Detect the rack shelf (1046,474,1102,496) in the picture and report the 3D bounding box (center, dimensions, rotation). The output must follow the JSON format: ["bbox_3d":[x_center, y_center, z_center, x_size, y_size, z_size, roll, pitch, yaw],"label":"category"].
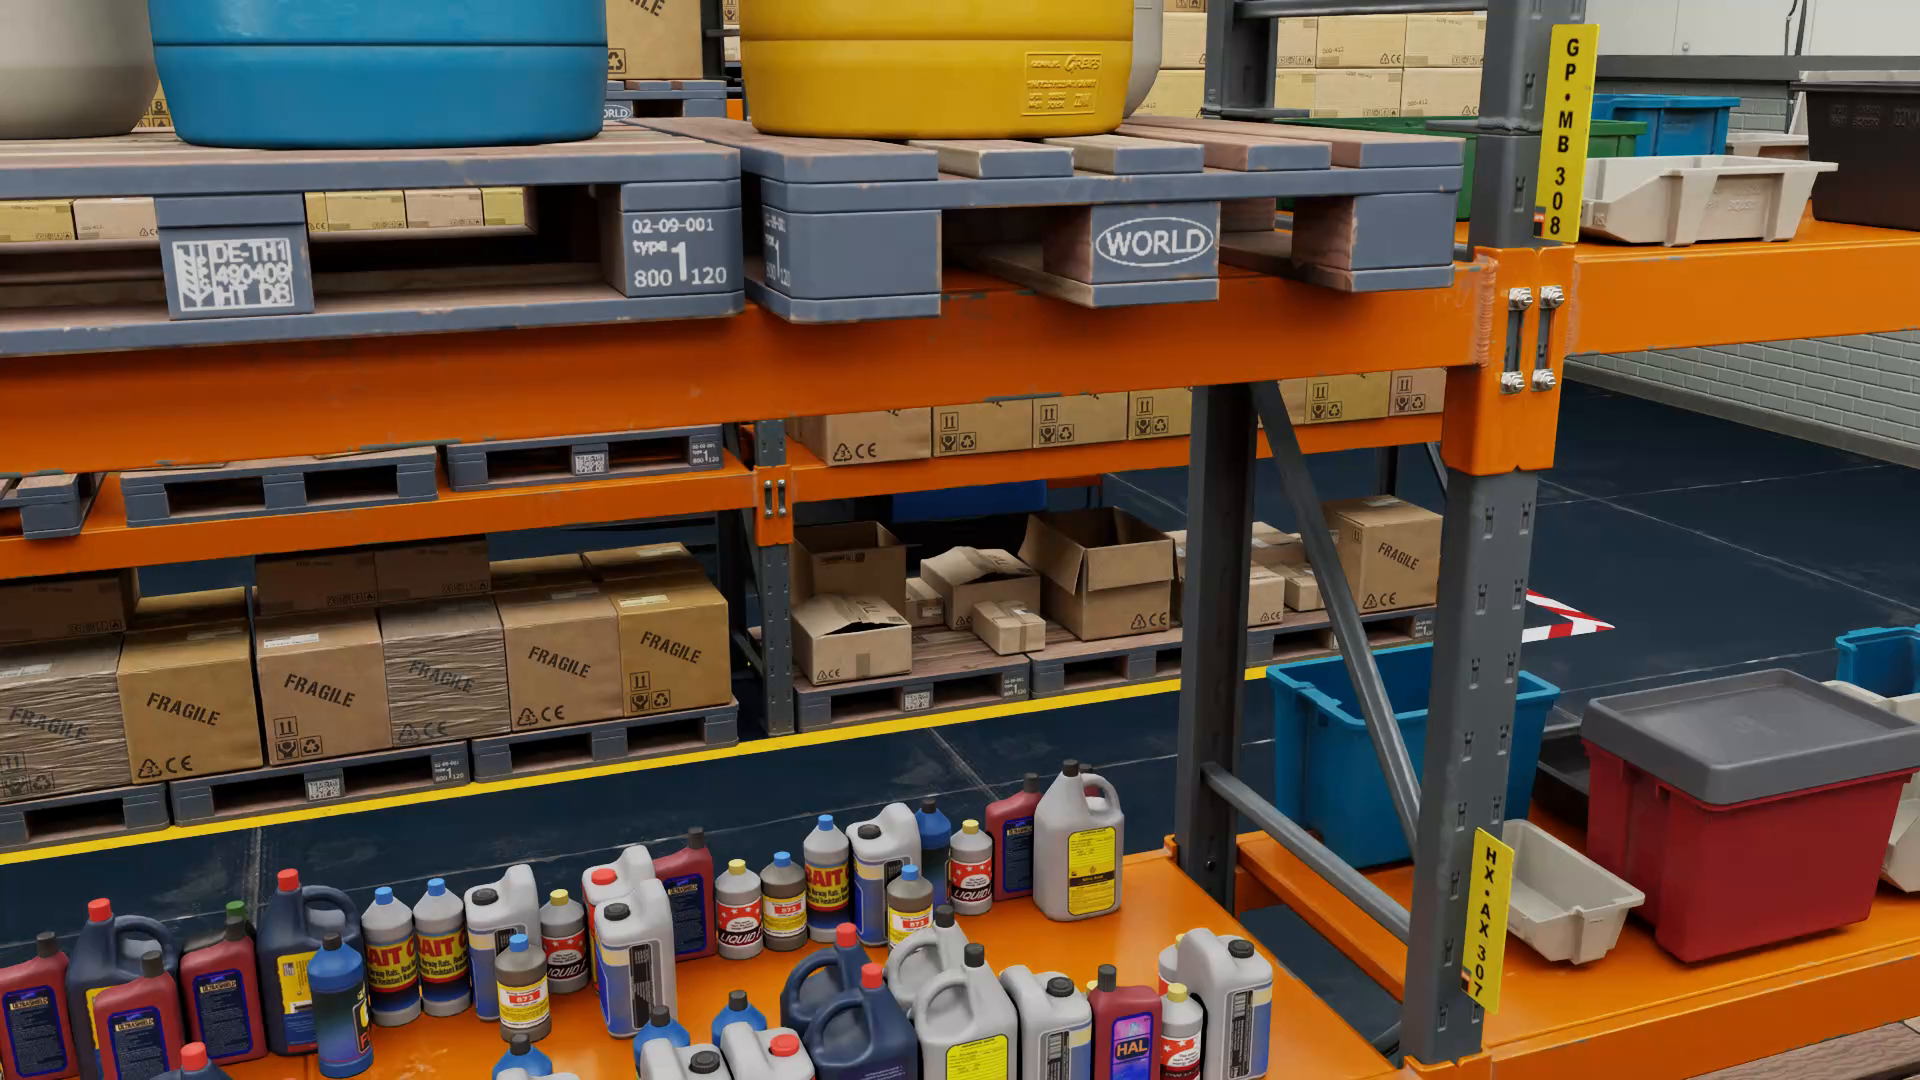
[{"bbox_3d":[0.685,-0.382,11.213,0.480,0.148,0.258,-5,17,-17],"label":"rack shelf"}]

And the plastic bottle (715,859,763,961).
[{"bbox_3d":[-0.466,0.771,3.501,0.097,0.201,0.097,0,16,0],"label":"plastic bottle"}]

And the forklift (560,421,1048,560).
[{"bbox_3d":[-1.004,-1.315,10.375,3.031,2.935,1.130,-5,17,-17],"label":"forklift"}]

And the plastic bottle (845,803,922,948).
[{"bbox_3d":[-0.166,0.711,3.573,0.135,0.276,0.152,-6,17,-20],"label":"plastic bottle"}]

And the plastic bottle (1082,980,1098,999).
[{"bbox_3d":[0.247,0.905,3.046,0.097,0.201,0.097,0,16,0],"label":"plastic bottle"}]

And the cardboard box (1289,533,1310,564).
[{"bbox_3d":[1.963,0.087,9.727,0.250,0.166,0.380,-6,17,-20],"label":"cardboard box"}]

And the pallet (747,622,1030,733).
[{"bbox_3d":[-0.383,0.634,8.566,1.213,0.211,1.003,-6,17,-20],"label":"pallet"}]

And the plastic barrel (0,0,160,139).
[{"bbox_3d":[-1.389,-0.853,2.368,0.433,0.535,0.433,0,16,0],"label":"plastic barrel"}]

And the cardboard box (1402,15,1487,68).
[{"bbox_3d":[2.322,-2.527,8.434,0.500,0.250,0.500,-6,17,-20],"label":"cardboard box"}]

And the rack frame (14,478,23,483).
[{"bbox_3d":[-6.536,-1.535,11.001,0.127,3.000,1.000,-6,17,-20],"label":"rack frame"}]

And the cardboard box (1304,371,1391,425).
[{"bbox_3d":[1.906,-0.916,8.718,0.500,0.500,0.500,-6,17,-20],"label":"cardboard box"}]

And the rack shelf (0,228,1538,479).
[{"bbox_3d":[-1.123,-0.224,2.490,4.000,0.370,1.077,-6,17,-20],"label":"rack shelf"}]

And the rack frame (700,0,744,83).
[{"bbox_3d":[-1.025,-3.514,7.092,0.127,3.000,1.000,-6,17,-20],"label":"rack frame"}]

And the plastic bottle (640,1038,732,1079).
[{"bbox_3d":[-0.446,0.954,2.746,0.135,0.276,0.152,-6,17,-20],"label":"plastic bottle"}]

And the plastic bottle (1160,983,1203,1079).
[{"bbox_3d":[0.393,0.907,3.037,0.097,0.201,0.097,0,16,0],"label":"plastic bottle"}]

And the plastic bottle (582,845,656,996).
[{"bbox_3d":[-0.689,0.768,3.380,0.135,0.276,0.152,-6,17,-20],"label":"plastic bottle"}]

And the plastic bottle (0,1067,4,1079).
[{"bbox_3d":[-1.800,0.915,3.011,0.097,0.201,0.097,0,16,0],"label":"plastic bottle"}]

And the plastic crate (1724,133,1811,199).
[{"bbox_3d":[1.796,-0.873,3.891,0.466,0.136,0.293,-6,17,-20],"label":"plastic crate"}]

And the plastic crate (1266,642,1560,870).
[{"bbox_3d":[1.058,0.510,3.958,0.575,0.384,0.392,-6,17,-20],"label":"plastic crate"}]

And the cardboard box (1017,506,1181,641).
[{"bbox_3d":[0.728,0.161,8.877,0.637,0.503,0.797,-6,17,-20],"label":"cardboard box"}]

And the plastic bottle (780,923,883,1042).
[{"bbox_3d":[-0.221,0.852,2.962,0.185,0.351,0.144,-6,17,-20],"label":"plastic bottle"}]

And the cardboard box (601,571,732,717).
[{"bbox_3d":[-1.383,0.478,7.802,0.500,0.500,0.500,-6,17,-20],"label":"cardboard box"}]

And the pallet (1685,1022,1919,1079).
[{"bbox_3d":[2.558,1.798,4.601,1.213,0.211,1.003,-6,17,-20],"label":"pallet"}]

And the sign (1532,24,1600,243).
[{"bbox_3d":[0.939,-0.630,2.581,0.005,0.325,0.100,-6,17,-20],"label":"sign"}]

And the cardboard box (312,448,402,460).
[{"bbox_3d":[-2.652,-0.690,7.203,0.500,0.500,0.700,-11,20,-34],"label":"cardboard box"}]

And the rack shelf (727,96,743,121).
[{"bbox_3d":[-0.933,-3.234,12.740,4.000,0.370,1.077,-6,17,-20],"label":"rack shelf"}]

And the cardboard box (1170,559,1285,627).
[{"bbox_3d":[1.393,0.277,8.930,0.500,0.250,0.500,-6,17,-20],"label":"cardboard box"}]

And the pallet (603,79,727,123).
[{"bbox_3d":[-1.659,-1.937,7.380,1.003,0.211,1.213,-6,17,-20],"label":"pallet"}]

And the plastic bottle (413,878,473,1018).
[{"bbox_3d":[-1.024,0.798,3.286,0.097,0.271,0.097,0,16,0],"label":"plastic bottle"}]

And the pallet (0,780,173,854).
[{"bbox_3d":[-4.049,1.041,7.180,1.213,0.211,1.003,-6,17,-20],"label":"pallet"}]

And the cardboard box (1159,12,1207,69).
[{"bbox_3d":[0.922,-2.375,7.916,0.500,0.250,0.500,-6,17,-20],"label":"cardboard box"}]

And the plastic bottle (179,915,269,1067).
[{"bbox_3d":[-1.380,0.843,3.110,0.133,0.283,0.061,-6,17,-20],"label":"plastic bottle"}]

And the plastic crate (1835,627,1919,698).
[{"bbox_3d":[2.621,0.418,4.542,0.300,0.233,0.416,-6,17,-20],"label":"plastic crate"}]

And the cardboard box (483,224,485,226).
[{"bbox_3d":[-3.142,-2.026,11.932,0.500,0.500,0.500,-6,18,-21],"label":"cardboard box"}]

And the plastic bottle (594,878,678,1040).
[{"bbox_3d":[-0.635,0.808,3.244,0.135,0.276,0.152,-6,17,-20],"label":"plastic bottle"}]

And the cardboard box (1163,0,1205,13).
[{"bbox_3d":[0.810,-2.817,8.091,0.500,0.500,0.700,-6,17,-20],"label":"cardboard box"}]

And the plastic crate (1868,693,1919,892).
[{"bbox_3d":[2.236,0.591,3.866,0.530,0.282,0.437,-6,17,-20],"label":"plastic crate"}]

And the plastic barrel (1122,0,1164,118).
[{"bbox_3d":[0.163,-1.050,3.041,0.433,0.535,0.433,0,16,0],"label":"plastic barrel"}]

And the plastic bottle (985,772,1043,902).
[{"bbox_3d":[0.125,0.663,3.725,0.133,0.283,0.061,-6,17,-20],"label":"plastic bottle"}]

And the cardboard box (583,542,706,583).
[{"bbox_3d":[-1.564,0.338,8.280,0.500,0.500,0.500,-7,18,-23],"label":"cardboard box"}]

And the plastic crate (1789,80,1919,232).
[{"bbox_3d":[2.002,-0.761,3.275,0.590,0.269,0.497,-6,17,-20],"label":"plastic crate"}]

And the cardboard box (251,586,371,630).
[{"bbox_3d":[-2.999,0.494,7.749,0.500,0.500,0.500,-7,18,-22],"label":"cardboard box"}]

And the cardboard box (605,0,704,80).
[{"bbox_3d":[-1.522,-2.340,7.321,0.600,0.600,0.600,-8,18,-25],"label":"cardboard box"}]

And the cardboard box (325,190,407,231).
[{"bbox_3d":[-4.103,-2.283,11.479,0.500,0.250,0.500,-6,17,-19],"label":"cardboard box"}]

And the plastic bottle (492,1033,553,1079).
[{"bbox_3d":[-0.724,0.949,2.773,0.097,0.271,0.097,0,16,0],"label":"plastic bottle"}]

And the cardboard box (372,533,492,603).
[{"bbox_3d":[-2.497,0.079,7.831,0.500,0.250,0.500,-6,17,-20],"label":"cardboard box"}]

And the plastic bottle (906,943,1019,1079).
[{"bbox_3d":[0.003,0.871,2.897,0.185,0.351,0.144,-6,17,-20],"label":"plastic bottle"}]

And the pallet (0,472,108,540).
[{"bbox_3d":[-4.152,-0.227,6.887,1.003,0.211,1.213,-6,17,-20],"label":"pallet"}]

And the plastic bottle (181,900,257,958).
[{"bbox_3d":[-1.401,0.827,3.164,0.133,0.283,0.061,-6,17,-20],"label":"plastic bottle"}]

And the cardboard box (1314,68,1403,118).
[{"bbox_3d":[1.854,-2.237,8.335,0.500,0.250,0.500,-6,17,-20],"label":"cardboard box"}]

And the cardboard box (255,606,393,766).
[{"bbox_3d":[-2.790,0.628,7.291,0.500,0.500,0.500,-7,18,-22],"label":"cardboard box"}]

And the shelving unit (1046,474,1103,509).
[{"bbox_3d":[0.685,-0.637,11.138,0.503,1.200,0.258,-5,17,-17],"label":"shelving unit"}]

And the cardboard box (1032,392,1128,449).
[{"bbox_3d":[0.494,-0.765,8.203,0.500,0.500,0.500,-6,17,-20],"label":"cardboard box"}]

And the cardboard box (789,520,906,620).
[{"bbox_3d":[-0.594,0.221,8.678,0.500,0.500,0.500,-6,17,-20],"label":"cardboard box"}]
